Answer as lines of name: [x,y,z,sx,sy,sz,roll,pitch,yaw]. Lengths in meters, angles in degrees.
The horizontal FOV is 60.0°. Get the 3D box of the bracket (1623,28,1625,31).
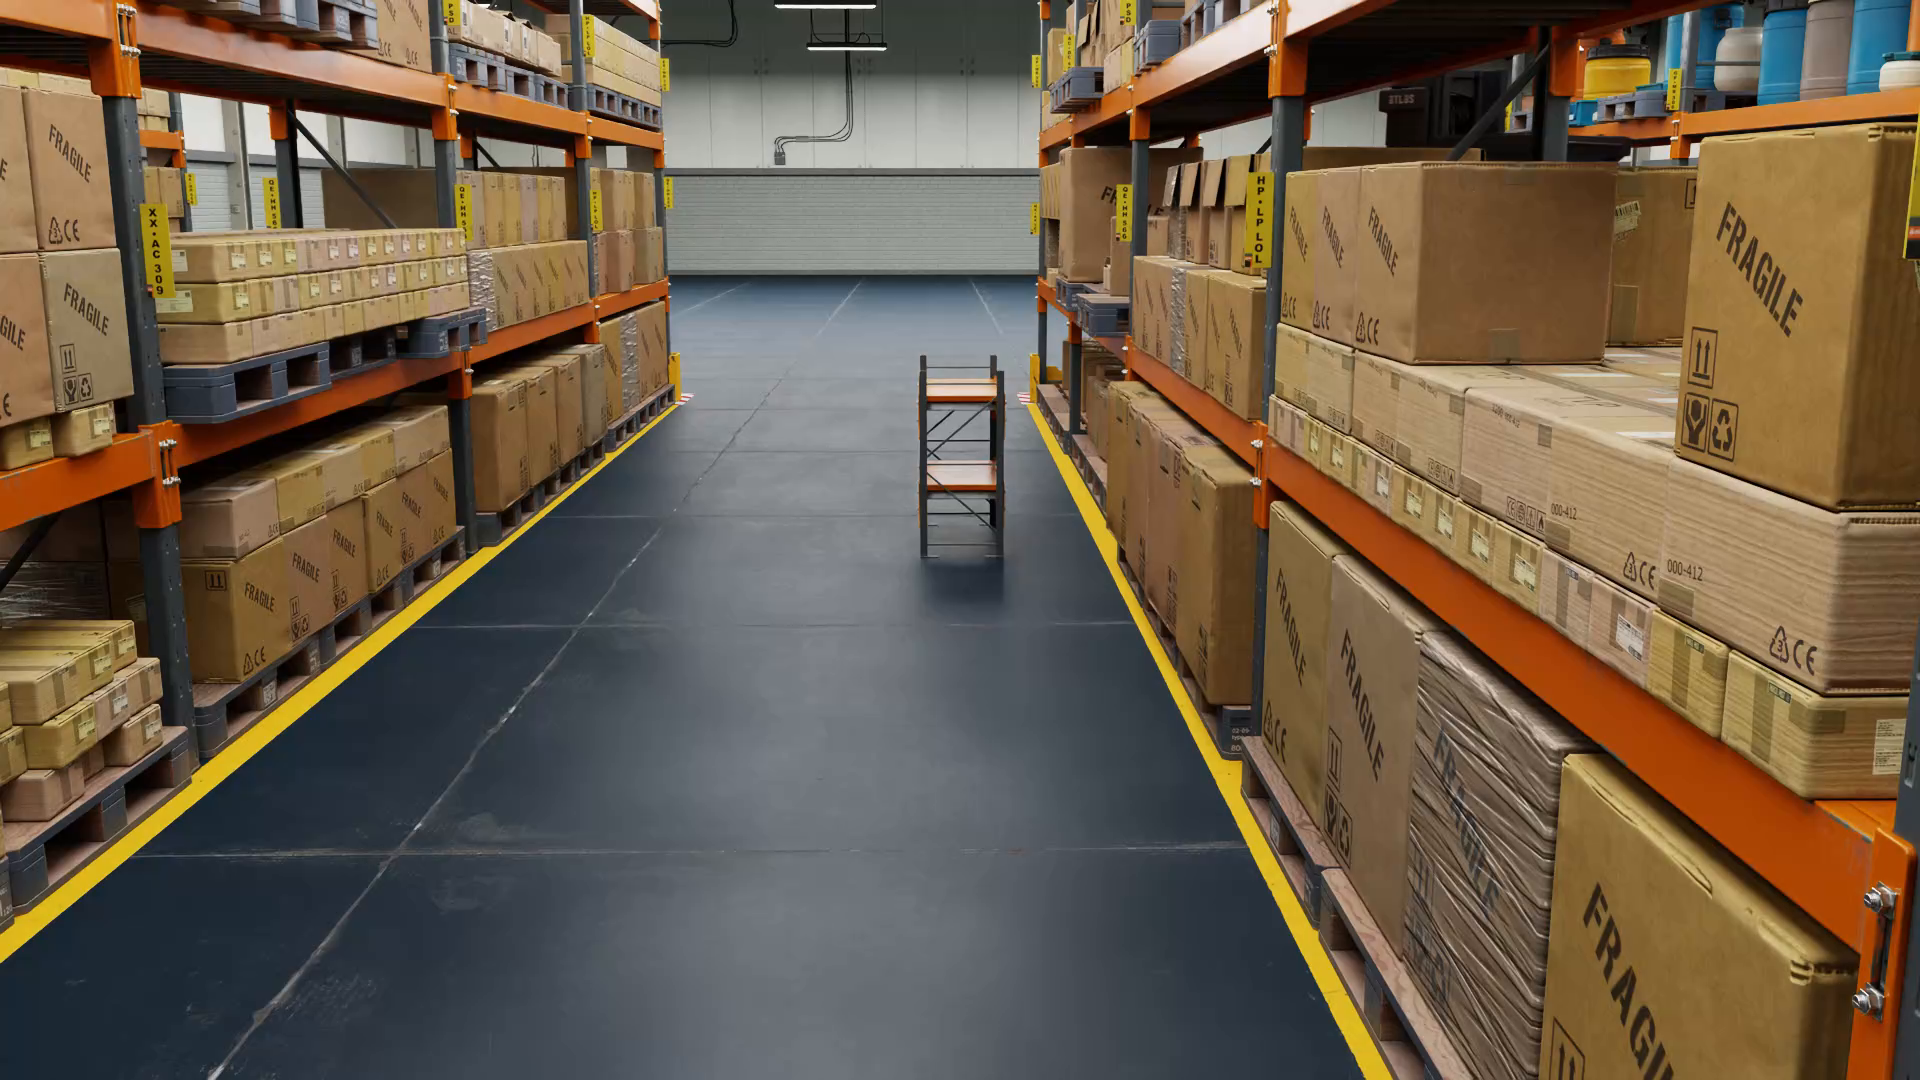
bracket: [16.218,-12.457,40.276,0.235,0.232,0.430,0,11,-1]

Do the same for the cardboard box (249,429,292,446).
cardboard box: [-3.675,-0.396,8.312,0.500,0.250,0.500,0,11,-1]

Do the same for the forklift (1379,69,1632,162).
forklift: [3.463,-1.475,10.455,1.130,2.935,3.031,-10,15,-42]

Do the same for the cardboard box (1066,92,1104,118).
cardboard box: [1.153,-3.667,13.922,0.500,0.250,0.500,0,11,1]

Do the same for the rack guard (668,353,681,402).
rack guard: [-3.621,-1.755,17.953,1.175,0.500,0.348,0,11,-1]

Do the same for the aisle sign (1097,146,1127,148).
aisle sign: [1.640,-4.263,17.491,0.394,0.787,0.004,0,11,-1]

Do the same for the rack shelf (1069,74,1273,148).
rack shelf: [1.465,-2.901,11.577,1.077,0.370,4.000,0,11,-1]

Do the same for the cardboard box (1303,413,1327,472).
cardboard box: [1.274,-0.303,5.138,0.380,0.149,0.250,0,11,1]

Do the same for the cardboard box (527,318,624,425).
cardboard box: [-3.480,-1.470,14.549,0.875,0.875,0.875,0,11,0]

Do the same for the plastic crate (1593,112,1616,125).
plastic crate: [5.938,-3.859,15.156,0.243,0.136,0.396,0,11,-1]

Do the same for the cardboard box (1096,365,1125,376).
cardboard box: [1.455,-1.241,14.363,0.500,0.500,0.500,-1,11,-3]

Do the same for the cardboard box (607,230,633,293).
cardboard box: [-3.485,-2.544,15.178,0.875,0.550,0.550,0,11,-1]

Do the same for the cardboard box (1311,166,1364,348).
cardboard box: [1.346,-0.836,4.879,0.500,0.500,0.500,0,11,-1]

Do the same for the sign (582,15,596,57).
sign: [-2.995,-4.062,13.402,0.100,0.325,0.005,0,11,-1]

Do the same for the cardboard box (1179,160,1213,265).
cardboard box: [1.516,-1.651,8.379,0.797,0.503,0.637,0,11,0]

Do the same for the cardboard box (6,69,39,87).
cardboard box: [-8.240,-3.873,14.192,0.500,0.250,0.500,0,11,-2]

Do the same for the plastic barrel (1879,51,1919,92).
plastic barrel: [6.198,-3.060,10.901,0.301,0.262,0.301,0,11,0]

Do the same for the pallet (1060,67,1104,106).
pallet: [1.354,-3.229,11.861,1.213,0.211,1.003,0,11,-1]

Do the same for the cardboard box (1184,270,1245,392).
cardboard box: [1.285,-0.933,7.364,0.500,0.500,0.500,0,11,-2]

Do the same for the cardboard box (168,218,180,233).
cardboard box: [-8.280,-3.023,16.916,0.500,0.500,0.500,0,11,-2]

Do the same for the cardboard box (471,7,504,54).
cardboard box: [-3.260,-3.281,10.712,0.500,0.250,0.500,0,11,0]

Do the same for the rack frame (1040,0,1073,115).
rack frame: [1.341,-5.916,17.086,1.000,3.000,0.127,0,11,-1]

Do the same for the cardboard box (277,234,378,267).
cardboard box: [-2.957,-1.355,7.774,0.380,0.149,0.250,0,11,1]

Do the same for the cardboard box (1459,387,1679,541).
cardboard box: [1.375,-0.165,3.456,0.500,0.250,0.500,-1,11,-3]

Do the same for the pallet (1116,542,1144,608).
pallet: [1.447,0.138,9.347,1.003,0.211,1.213,0,11,-1]

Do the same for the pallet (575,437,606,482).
pallet: [-3.446,-0.661,13.285,1.003,0.211,1.213,0,11,-1]

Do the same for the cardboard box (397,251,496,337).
cardboard box: [-3.194,-1.525,10.278,0.500,0.500,0.500,0,11,-1]

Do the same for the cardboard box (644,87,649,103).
cardboard box: [-3.259,-4.361,16.291,0.380,0.149,0.250,0,11,-1]

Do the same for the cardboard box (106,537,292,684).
cardboard box: [-3.122,0.281,6.860,0.500,0.500,0.500,0,11,1]

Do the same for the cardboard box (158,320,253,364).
cardboard box: [-2.920,-0.753,6.302,0.380,0.149,0.250,-1,11,-4]

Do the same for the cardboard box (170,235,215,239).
cardboard box: [-3.602,-1.302,7.514,0.380,0.149,0.250,-1,11,-4]

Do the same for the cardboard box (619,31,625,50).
cardboard box: [-3.233,-4.500,14.968,0.380,0.149,0.250,0,11,-1]

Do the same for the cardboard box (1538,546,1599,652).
cardboard box: [1.320,0.107,3.119,0.380,0.149,0.250,0,11,0]

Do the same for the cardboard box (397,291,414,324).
cardboard box: [-2.967,-1.168,8.349,0.380,0.149,0.250,-1,11,-4]

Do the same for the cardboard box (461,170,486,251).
cardboard box: [-3.466,-2.114,10.669,0.700,0.500,0.500,0,11,-2]

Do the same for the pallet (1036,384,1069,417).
pallet: [1.324,-1.432,17.089,1.003,0.211,1.213,0,11,-1]

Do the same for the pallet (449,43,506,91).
pallet: [-3.521,-2.890,10.193,1.213,0.211,1.003,0,11,1]

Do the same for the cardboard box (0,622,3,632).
cardboard box: [-3.572,0.379,5.764,0.380,0.149,0.250,0,11,1]

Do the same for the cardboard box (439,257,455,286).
cardboard box: [-2.982,-1.464,9.060,0.380,0.149,0.250,0,11,1]

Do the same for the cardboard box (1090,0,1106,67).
cardboard box: [1.355,-3.626,12.027,0.797,0.503,0.637,0,11,1]

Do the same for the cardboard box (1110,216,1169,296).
cardboard box: [1.344,-1.858,10.866,0.700,0.500,0.500,1,12,7]

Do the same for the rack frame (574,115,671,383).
rack frame: [-3.620,-2.975,17.681,1.000,3.000,0.127,0,11,-1]

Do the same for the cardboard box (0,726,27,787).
cardboard box: [-3.099,0.674,5.059,0.380,0.149,0.250,0,11,-1]

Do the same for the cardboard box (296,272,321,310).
cardboard box: [-2.939,-1.053,7.034,0.380,0.149,0.250,-1,11,-4]

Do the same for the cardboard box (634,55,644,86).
cardboard box: [-3.312,-4.477,15.861,0.500,0.250,0.500,0,11,-1]

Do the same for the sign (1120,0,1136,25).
sign: [0.964,-3.107,9.486,0.100,0.325,0.005,0,11,-1]

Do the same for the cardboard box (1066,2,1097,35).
cardboard box: [1.159,-4.179,13.812,0.500,0.500,0.500,-1,11,-3]

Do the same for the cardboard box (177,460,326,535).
cardboard box: [-3.137,-0.192,7.307,0.500,0.250,0.500,0,11,0]

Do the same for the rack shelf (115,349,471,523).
rack shelf: [-3.413,-0.635,7.955,1.077,0.370,4.000,0,11,-1]

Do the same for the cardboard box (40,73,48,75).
cardboard box: [-8.230,-4.147,14.539,0.380,0.149,0.250,-1,11,-3]

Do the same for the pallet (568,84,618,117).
pallet: [-3.544,-3.770,14.274,1.003,0.211,1.213,0,11,-1]

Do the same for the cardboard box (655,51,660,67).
cardboard box: [-3.274,-4.902,16.954,0.380,0.149,0.250,0,11,-1]

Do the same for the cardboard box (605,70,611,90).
cardboard box: [-3.216,-3.957,14.299,0.380,0.149,0.250,0,11,-1]

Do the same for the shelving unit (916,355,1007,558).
shelving unit: [0.000,-0.550,10.441,0.538,1.125,1.048,0,11,-1]
